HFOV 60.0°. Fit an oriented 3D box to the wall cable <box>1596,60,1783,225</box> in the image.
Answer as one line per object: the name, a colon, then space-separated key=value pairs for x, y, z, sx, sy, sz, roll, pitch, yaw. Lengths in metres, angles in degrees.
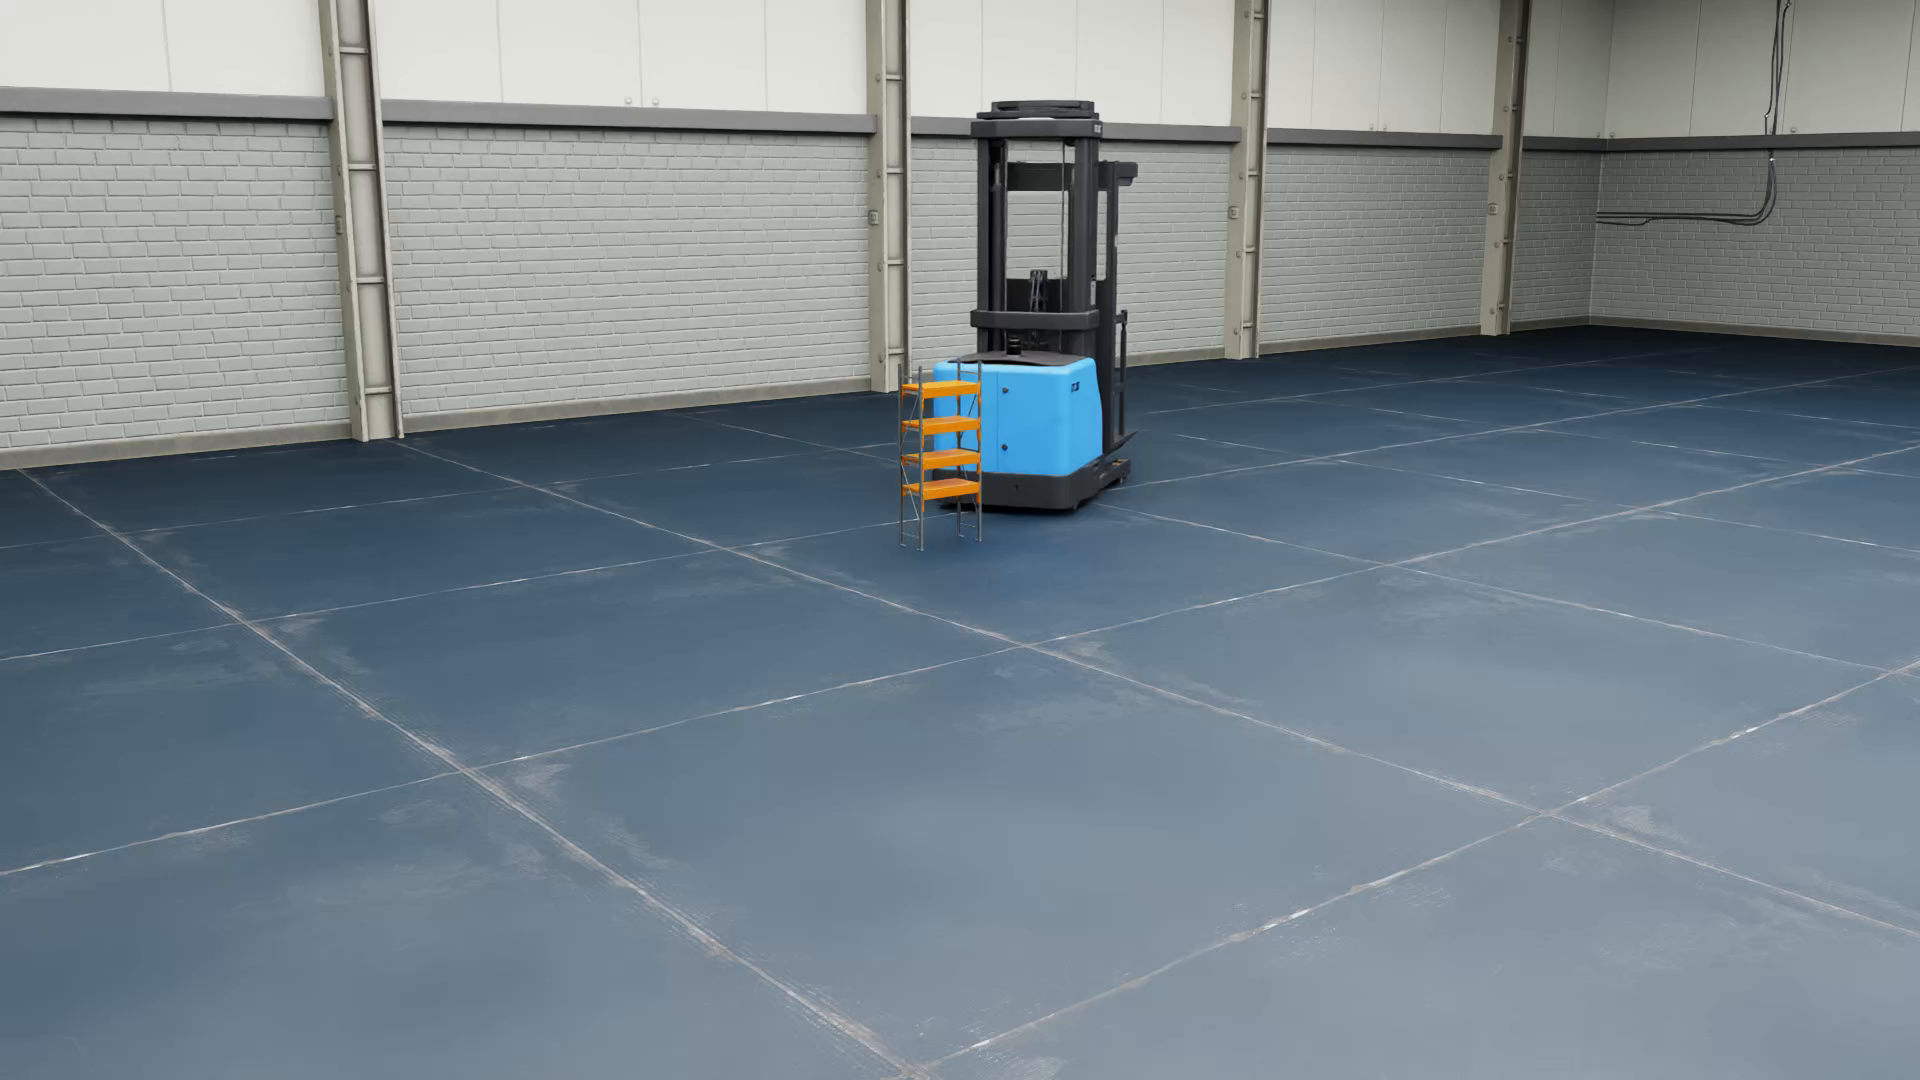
wall cable: x=11.696 y=-6.351 z=26.851 sx=0.112 sy=2.526 sz=3.097 roll=-9 pitch=15 yaw=-38

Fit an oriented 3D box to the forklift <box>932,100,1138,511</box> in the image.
forklift: x=0.749 y=-1.909 z=13.061 sx=1.130 sy=2.935 sz=3.031 roll=4 pitch=13 yaw=18

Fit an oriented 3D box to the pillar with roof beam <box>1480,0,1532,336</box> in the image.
pillar with roof beam: x=11.259 y=-7.004 z=22.450 sx=0.400 sy=9.000 sz=9.100 roll=-9 pitch=15 yaw=-38

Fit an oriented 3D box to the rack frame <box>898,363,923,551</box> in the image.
rack frame: x=-0.320 y=-0.534 z=10.754 sx=0.015 sy=1.200 sz=0.240 roll=-9 pitch=15 yaw=-38

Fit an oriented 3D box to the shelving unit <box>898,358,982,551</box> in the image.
shelving unit: x=-0.129 y=-0.565 z=10.903 sx=0.503 sy=1.200 sz=0.258 roll=-9 pitch=15 yaw=-38

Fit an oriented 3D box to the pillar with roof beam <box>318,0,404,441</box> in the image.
pillar with roof beam: x=-2.797 y=-4.669 z=11.450 sx=0.400 sy=9.000 sz=9.100 roll=-9 pitch=15 yaw=-38

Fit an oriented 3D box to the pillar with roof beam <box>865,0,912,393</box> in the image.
pillar with roof beam: x=1.888 y=-5.447 z=15.117 sx=0.400 sy=9.000 sz=9.100 roll=-9 pitch=15 yaw=-38

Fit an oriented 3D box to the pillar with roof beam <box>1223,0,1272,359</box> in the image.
pillar with roof beam: x=6.574 y=-6.226 z=18.783 sx=0.400 sy=9.000 sz=9.100 roll=-9 pitch=15 yaw=-38

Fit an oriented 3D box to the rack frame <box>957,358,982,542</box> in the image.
rack frame: x=0.061 y=-0.597 z=11.052 sx=0.015 sy=1.200 sz=0.240 roll=-9 pitch=15 yaw=-38

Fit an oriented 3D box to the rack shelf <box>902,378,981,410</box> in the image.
rack shelf: x=-0.129 y=-0.950 z=10.821 sx=0.480 sy=0.148 sz=0.258 roll=-9 pitch=15 yaw=-38

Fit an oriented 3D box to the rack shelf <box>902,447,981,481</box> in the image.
rack shelf: x=-0.129 y=-0.500 z=10.917 sx=0.480 sy=0.148 sz=0.258 roll=-9 pitch=15 yaw=-38

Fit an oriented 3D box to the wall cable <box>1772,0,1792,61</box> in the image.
wall cable: x=13.386 y=-8.383 z=24.260 sx=0.112 sy=2.526 sz=3.097 roll=-9 pitch=15 yaw=-38

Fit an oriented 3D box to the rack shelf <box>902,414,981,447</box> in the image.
rack shelf: x=-0.129 y=-0.718 z=10.871 sx=0.480 sy=0.148 sz=0.258 roll=-9 pitch=15 yaw=-38

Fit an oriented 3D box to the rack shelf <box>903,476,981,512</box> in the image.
rack shelf: x=-0.129 y=-0.305 z=10.958 sx=0.480 sy=0.148 sz=0.258 roll=-9 pitch=15 yaw=-38
